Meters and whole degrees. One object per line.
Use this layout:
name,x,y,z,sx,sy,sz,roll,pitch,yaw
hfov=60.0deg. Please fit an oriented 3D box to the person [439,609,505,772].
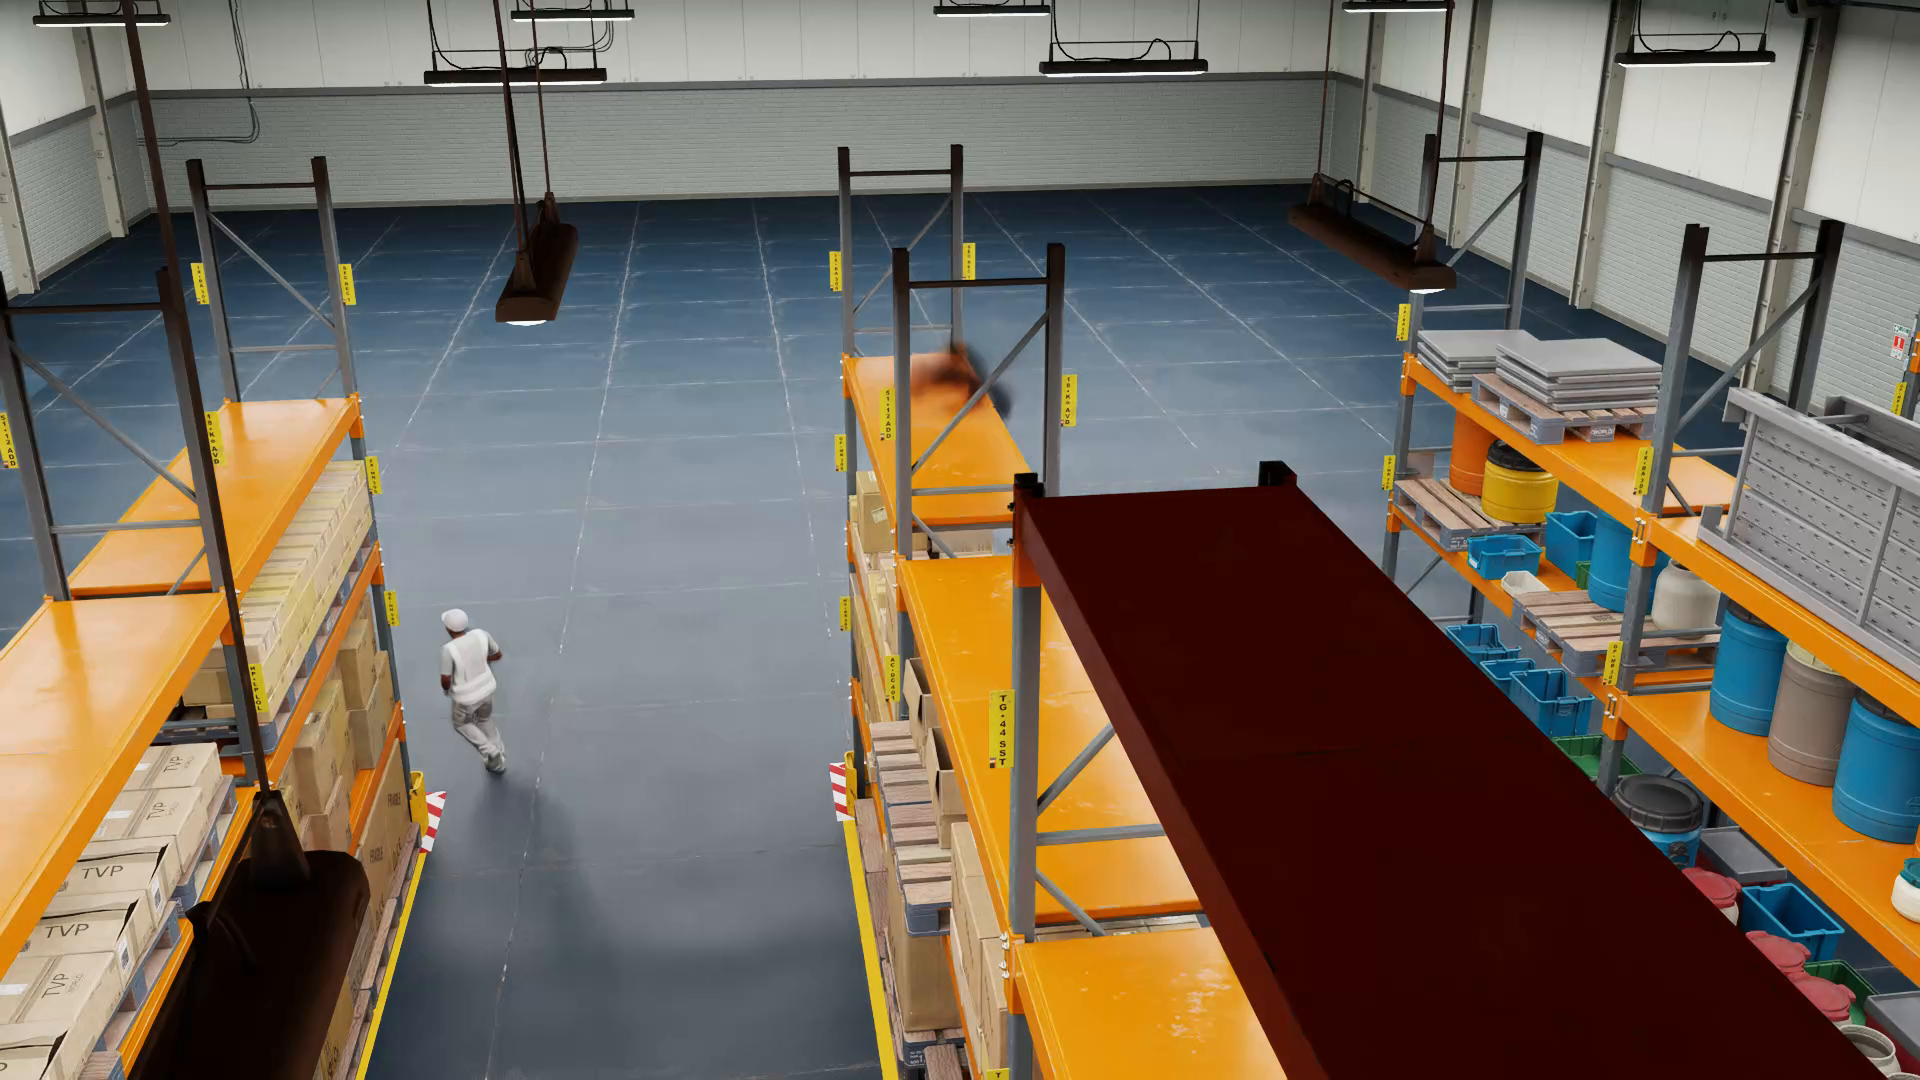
person,-4.648,1.428,15.696,0.626,1.721,0.701,19,28,39
